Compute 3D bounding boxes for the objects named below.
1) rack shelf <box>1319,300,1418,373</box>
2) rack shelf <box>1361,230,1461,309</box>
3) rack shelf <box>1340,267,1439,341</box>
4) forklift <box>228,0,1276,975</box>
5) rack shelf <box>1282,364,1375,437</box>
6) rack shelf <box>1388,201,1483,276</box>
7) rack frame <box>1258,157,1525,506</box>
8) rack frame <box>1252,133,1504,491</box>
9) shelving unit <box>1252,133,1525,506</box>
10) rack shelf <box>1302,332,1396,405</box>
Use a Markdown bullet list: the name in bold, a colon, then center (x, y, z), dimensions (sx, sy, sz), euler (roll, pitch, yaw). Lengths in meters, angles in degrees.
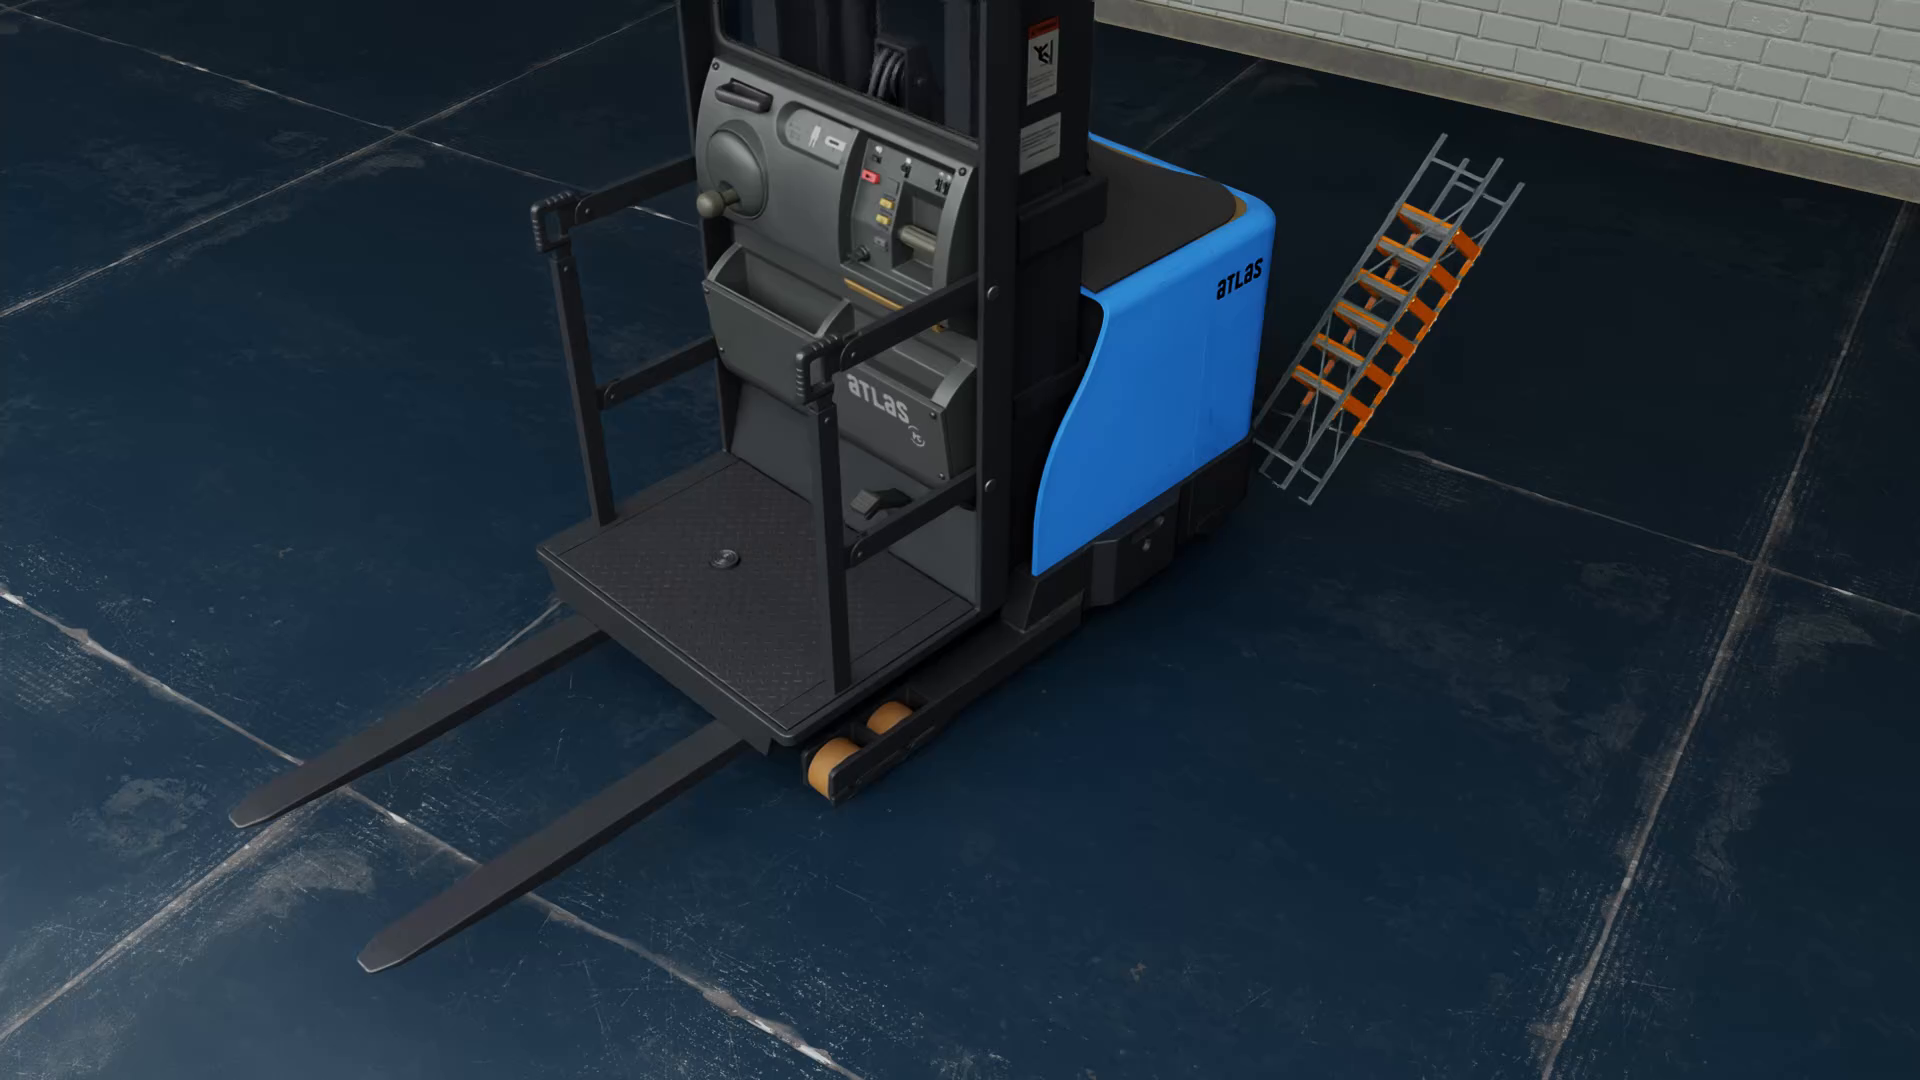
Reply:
- **rack shelf**: center (1.302, -0.657, 5.310), dimensions (0.180, 0.103, 0.258), euler (22, 14, -49)
- **rack shelf**: center (1.429, -0.857, 5.273), dimensions (0.180, 0.103, 0.258), euler (22, 14, -49)
- **rack shelf**: center (1.366, -0.757, 5.291), dimensions (0.180, 0.103, 0.258), euler (22, 14, -49)
- **forklift**: center (-0.472, -0.833, 3.930), dimensions (1.130, 2.935, 3.031), euler (31, 47, 34)
- **rack shelf**: center (1.176, -0.456, 5.347), dimensions (0.180, 0.103, 0.258), euler (22, 14, -49)
- **rack shelf**: center (1.492, -0.958, 5.254), dimensions (0.180, 0.103, 0.258), euler (22, 14, -49)
- **rack frame**: center (1.382, -0.672, 5.372), dimensions (0.006, 1.200, 0.240), euler (22, 14, -49)
- **rack frame**: center (1.270, -0.716, 5.234), dimensions (0.006, 1.200, 0.240), euler (22, 14, -49)
- **shelving unit**: center (1.326, -0.694, 5.303), dimensions (0.189, 1.200, 0.258), euler (22, 14, -49)
- **rack shelf**: center (1.239, -0.557, 5.328), dimensions (0.180, 0.103, 0.258), euler (22, 14, -49)
